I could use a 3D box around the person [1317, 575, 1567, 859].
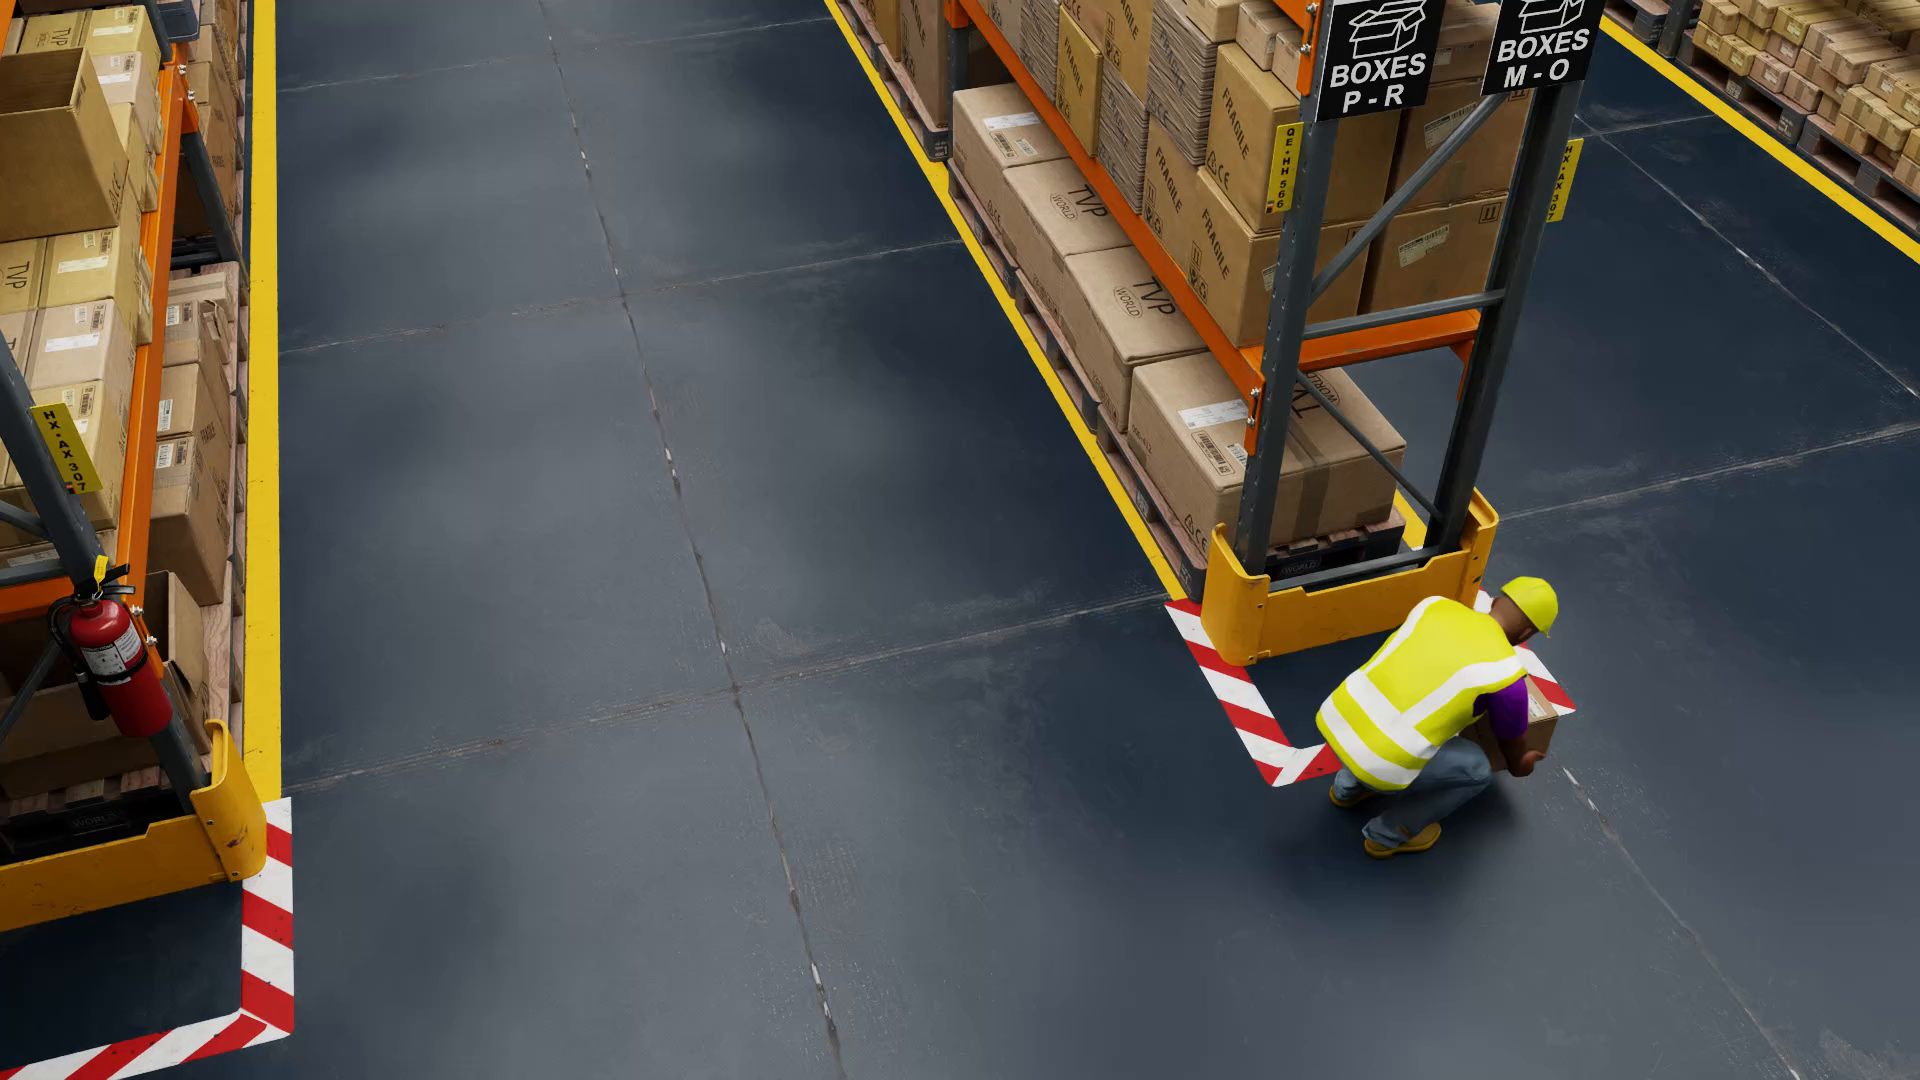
[{"bbox_3d":[1.724,0.623,6.021,0.934,1.008,0.529,-17,45,-18],"label":"person"}]
